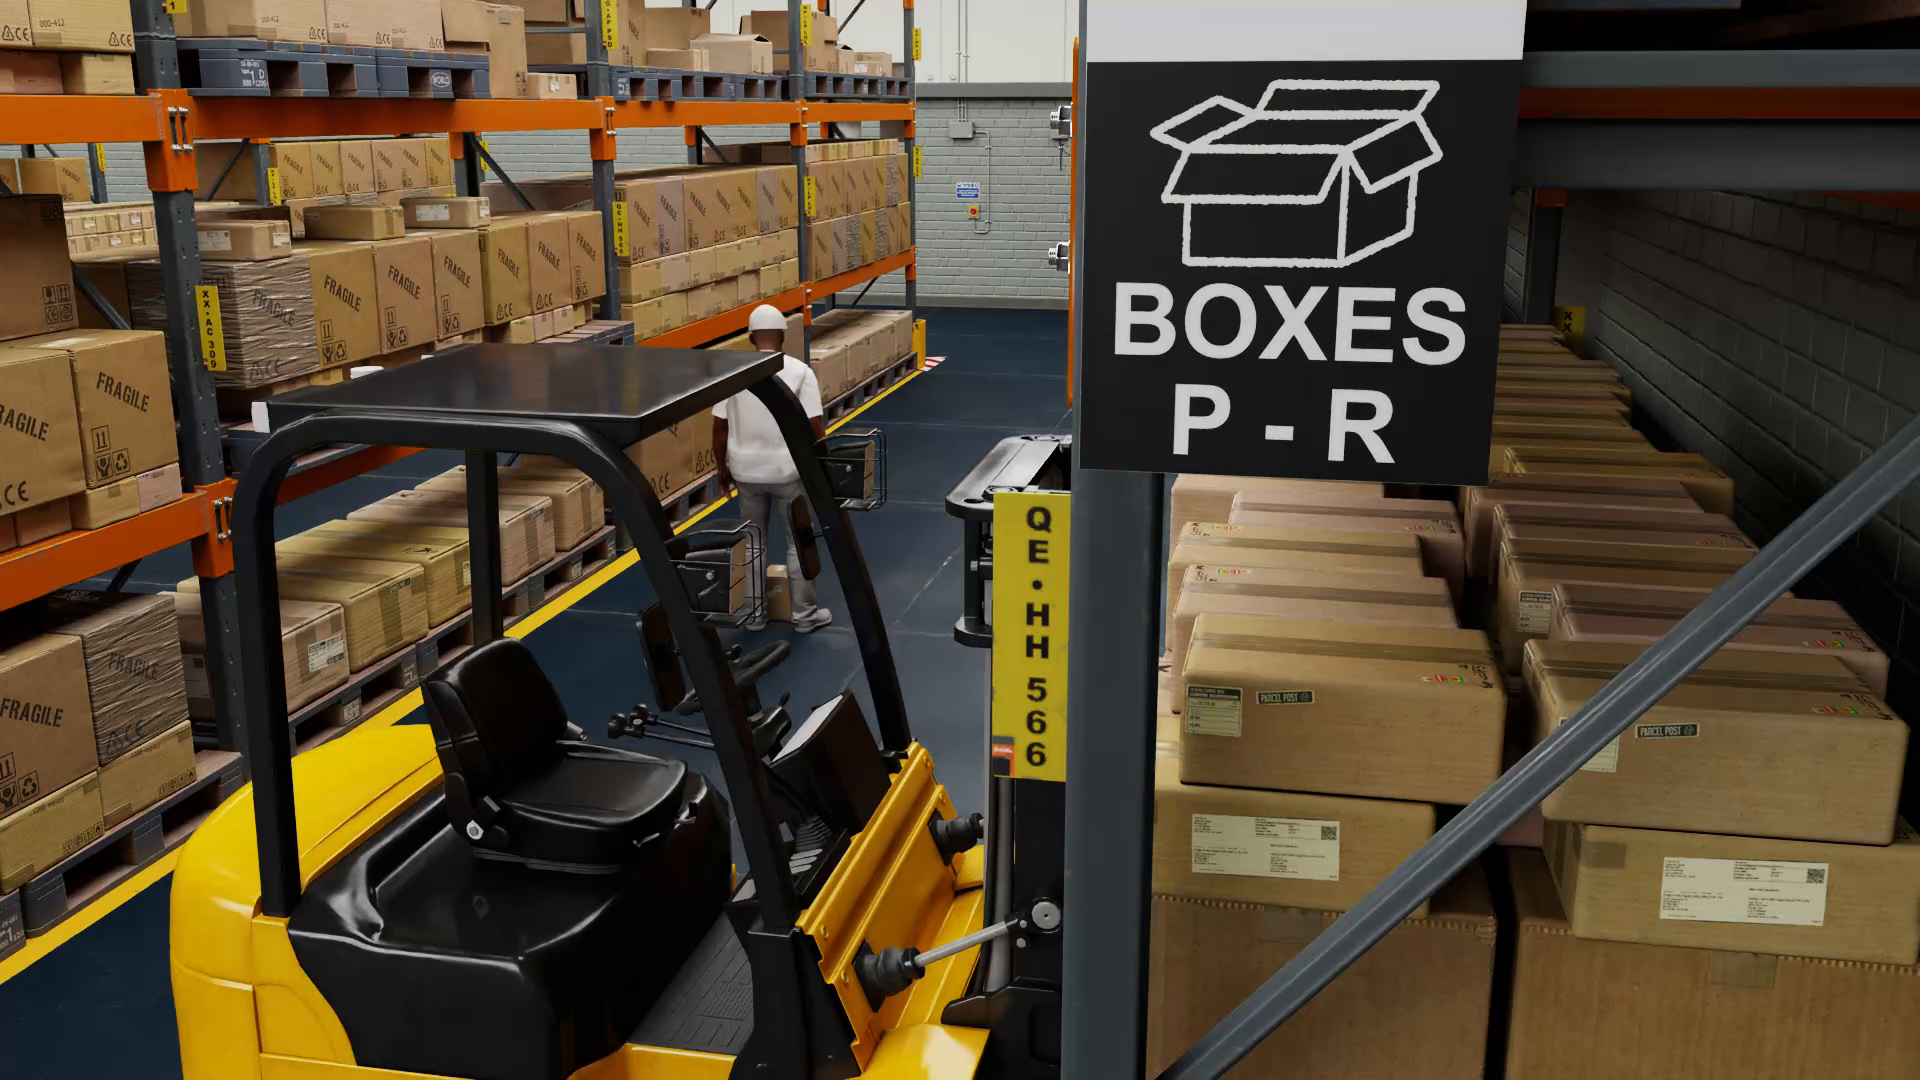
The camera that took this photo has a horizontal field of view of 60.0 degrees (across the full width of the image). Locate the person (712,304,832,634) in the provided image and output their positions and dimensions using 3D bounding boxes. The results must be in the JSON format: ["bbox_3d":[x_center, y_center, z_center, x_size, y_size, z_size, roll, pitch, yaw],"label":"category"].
[{"bbox_3d":[-1.006,-0.378,8.931,0.625,1.759,0.461,2,15,9],"label":"person"}]
